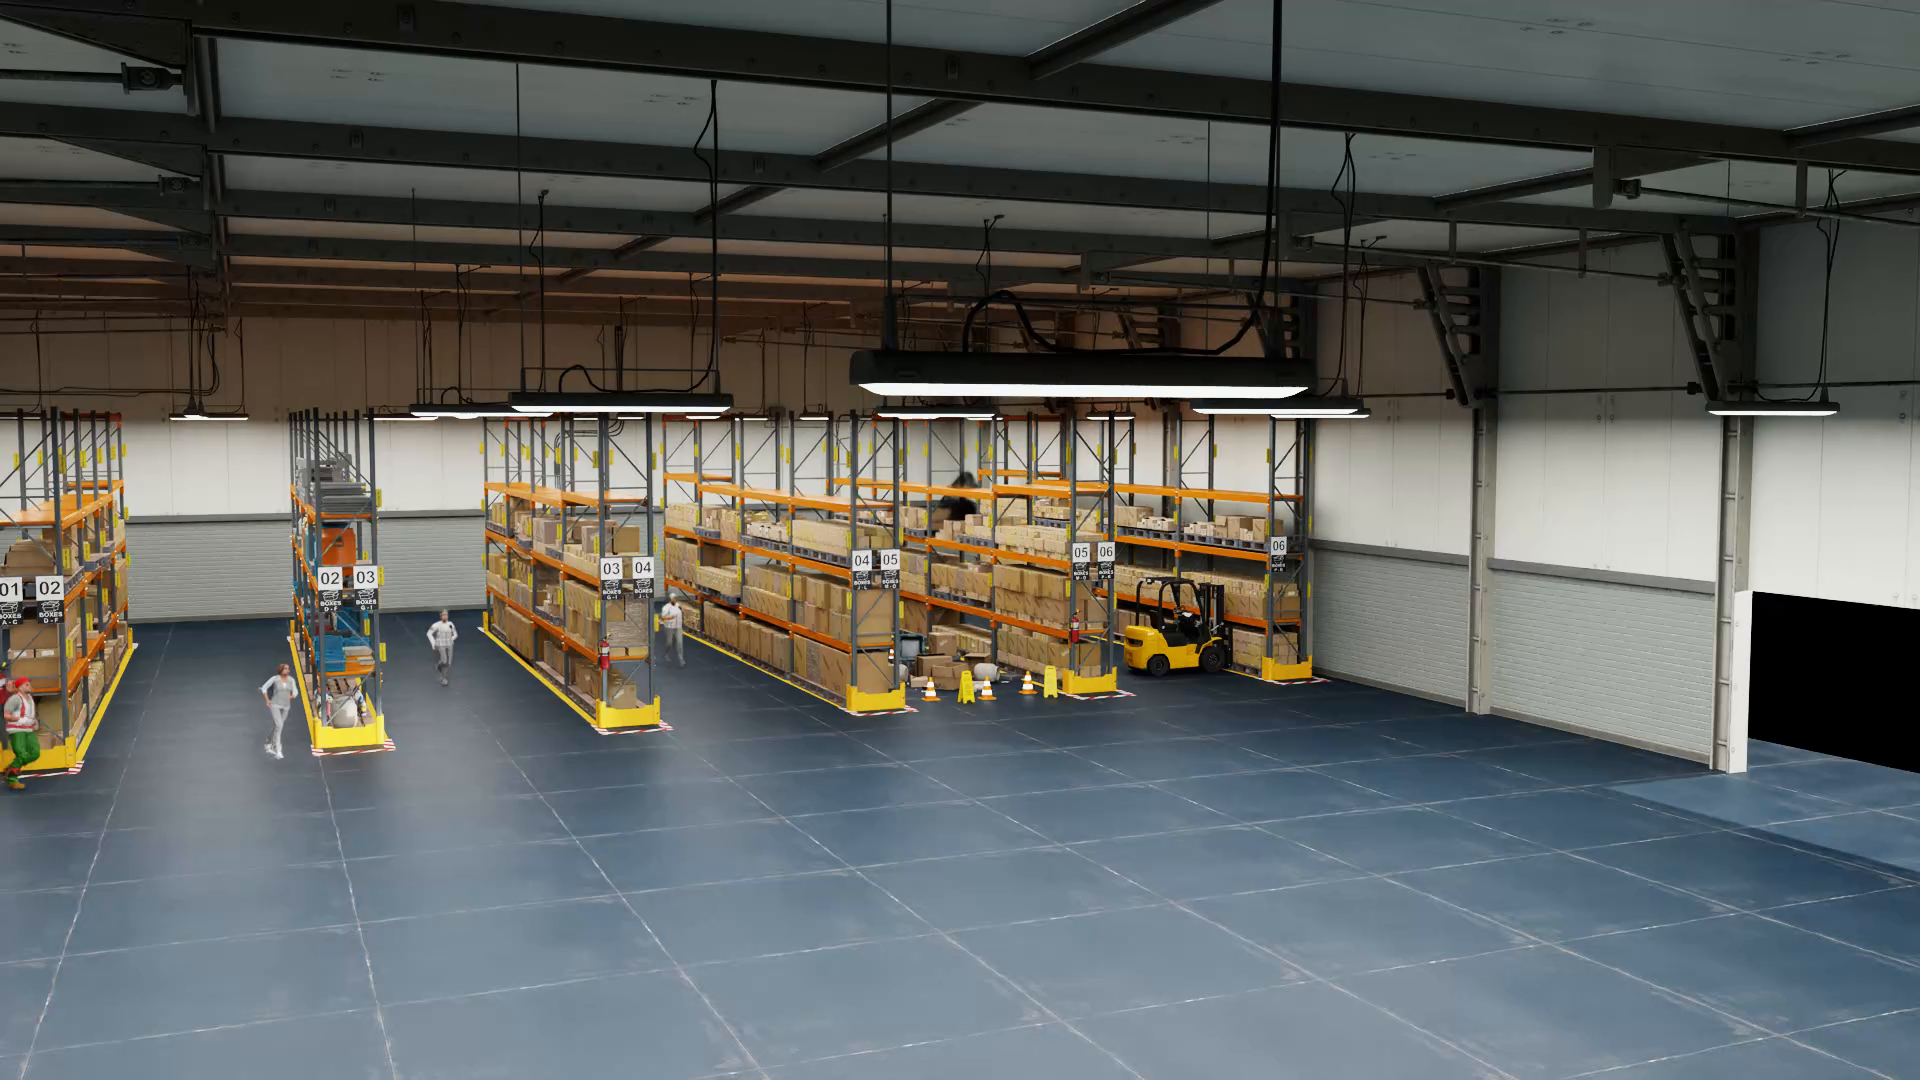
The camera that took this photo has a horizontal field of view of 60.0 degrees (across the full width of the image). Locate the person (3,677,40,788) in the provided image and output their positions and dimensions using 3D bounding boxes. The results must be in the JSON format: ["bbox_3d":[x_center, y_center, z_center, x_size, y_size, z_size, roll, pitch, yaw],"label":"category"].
[{"bbox_3d":[-14.774,3.019,26.253,0.621,1.728,0.679,1,4,8],"label":"person"}]

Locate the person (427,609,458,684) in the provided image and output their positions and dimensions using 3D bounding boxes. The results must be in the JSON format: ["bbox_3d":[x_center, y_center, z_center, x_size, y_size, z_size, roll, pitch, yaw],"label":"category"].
[{"bbox_3d":[-11.286,2.336,36.439,0.599,1.657,0.562,-3,5,-37],"label":"person"}]

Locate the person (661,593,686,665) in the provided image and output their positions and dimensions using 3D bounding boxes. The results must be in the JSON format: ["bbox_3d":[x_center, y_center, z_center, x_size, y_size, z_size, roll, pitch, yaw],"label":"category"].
[{"bbox_3d":[-6.791,2.098,39.427,0.602,1.663,0.875,-3,5,-32],"label":"person"}]

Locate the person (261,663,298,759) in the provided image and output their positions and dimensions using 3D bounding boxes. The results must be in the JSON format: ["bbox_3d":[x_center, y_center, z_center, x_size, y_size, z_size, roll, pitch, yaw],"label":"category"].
[{"bbox_3d":[-11.741,2.929,28.711,0.699,1.620,0.485,3,5,40],"label":"person"}]
